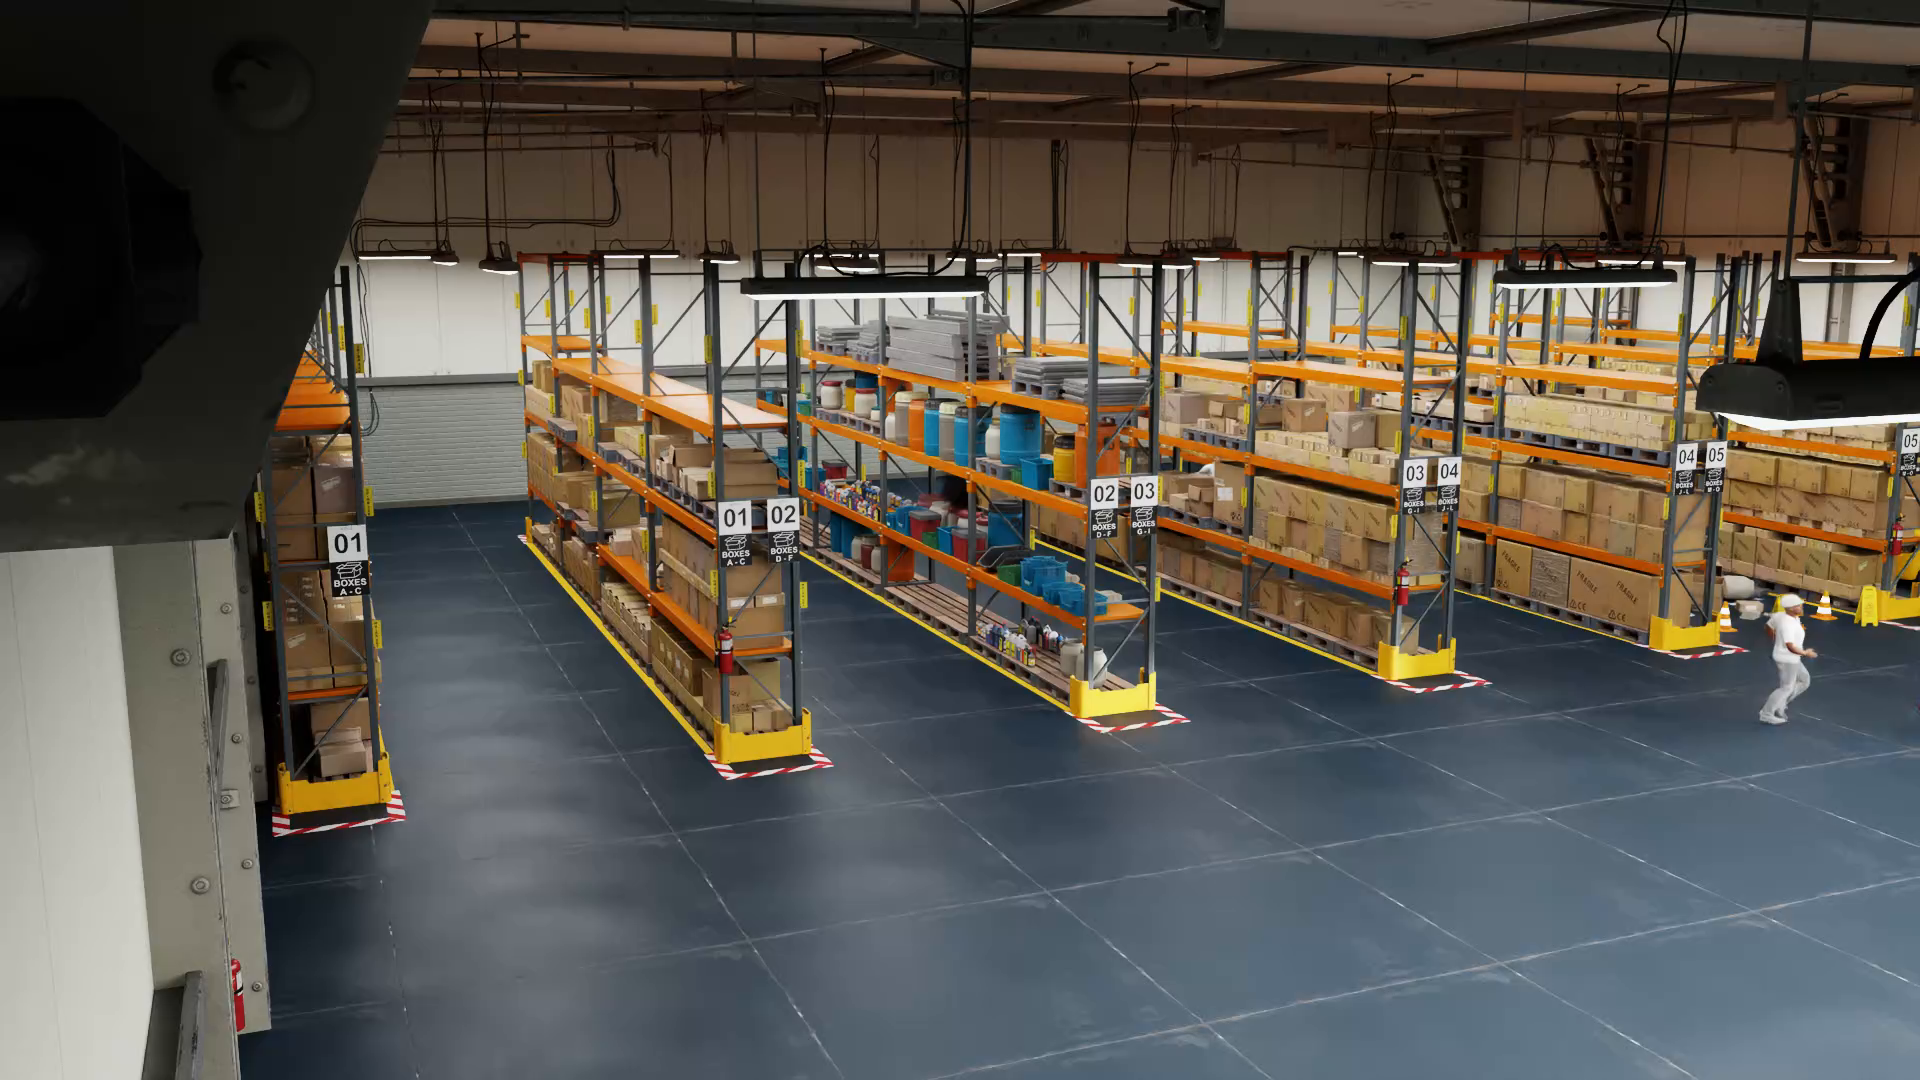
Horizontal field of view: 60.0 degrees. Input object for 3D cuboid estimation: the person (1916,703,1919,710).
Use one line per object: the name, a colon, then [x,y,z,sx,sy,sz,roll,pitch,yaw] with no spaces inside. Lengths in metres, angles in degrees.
person: [12.876,1.661,21.367,0.906,1.614,0.607,3,11,14]

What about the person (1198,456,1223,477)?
person: [5.459,-0.972,35.291,0.687,1.808,0.990,-5,11,-24]

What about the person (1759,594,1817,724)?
person: [10.828,1.550,21.714,0.617,1.725,0.702,3,11,18]
